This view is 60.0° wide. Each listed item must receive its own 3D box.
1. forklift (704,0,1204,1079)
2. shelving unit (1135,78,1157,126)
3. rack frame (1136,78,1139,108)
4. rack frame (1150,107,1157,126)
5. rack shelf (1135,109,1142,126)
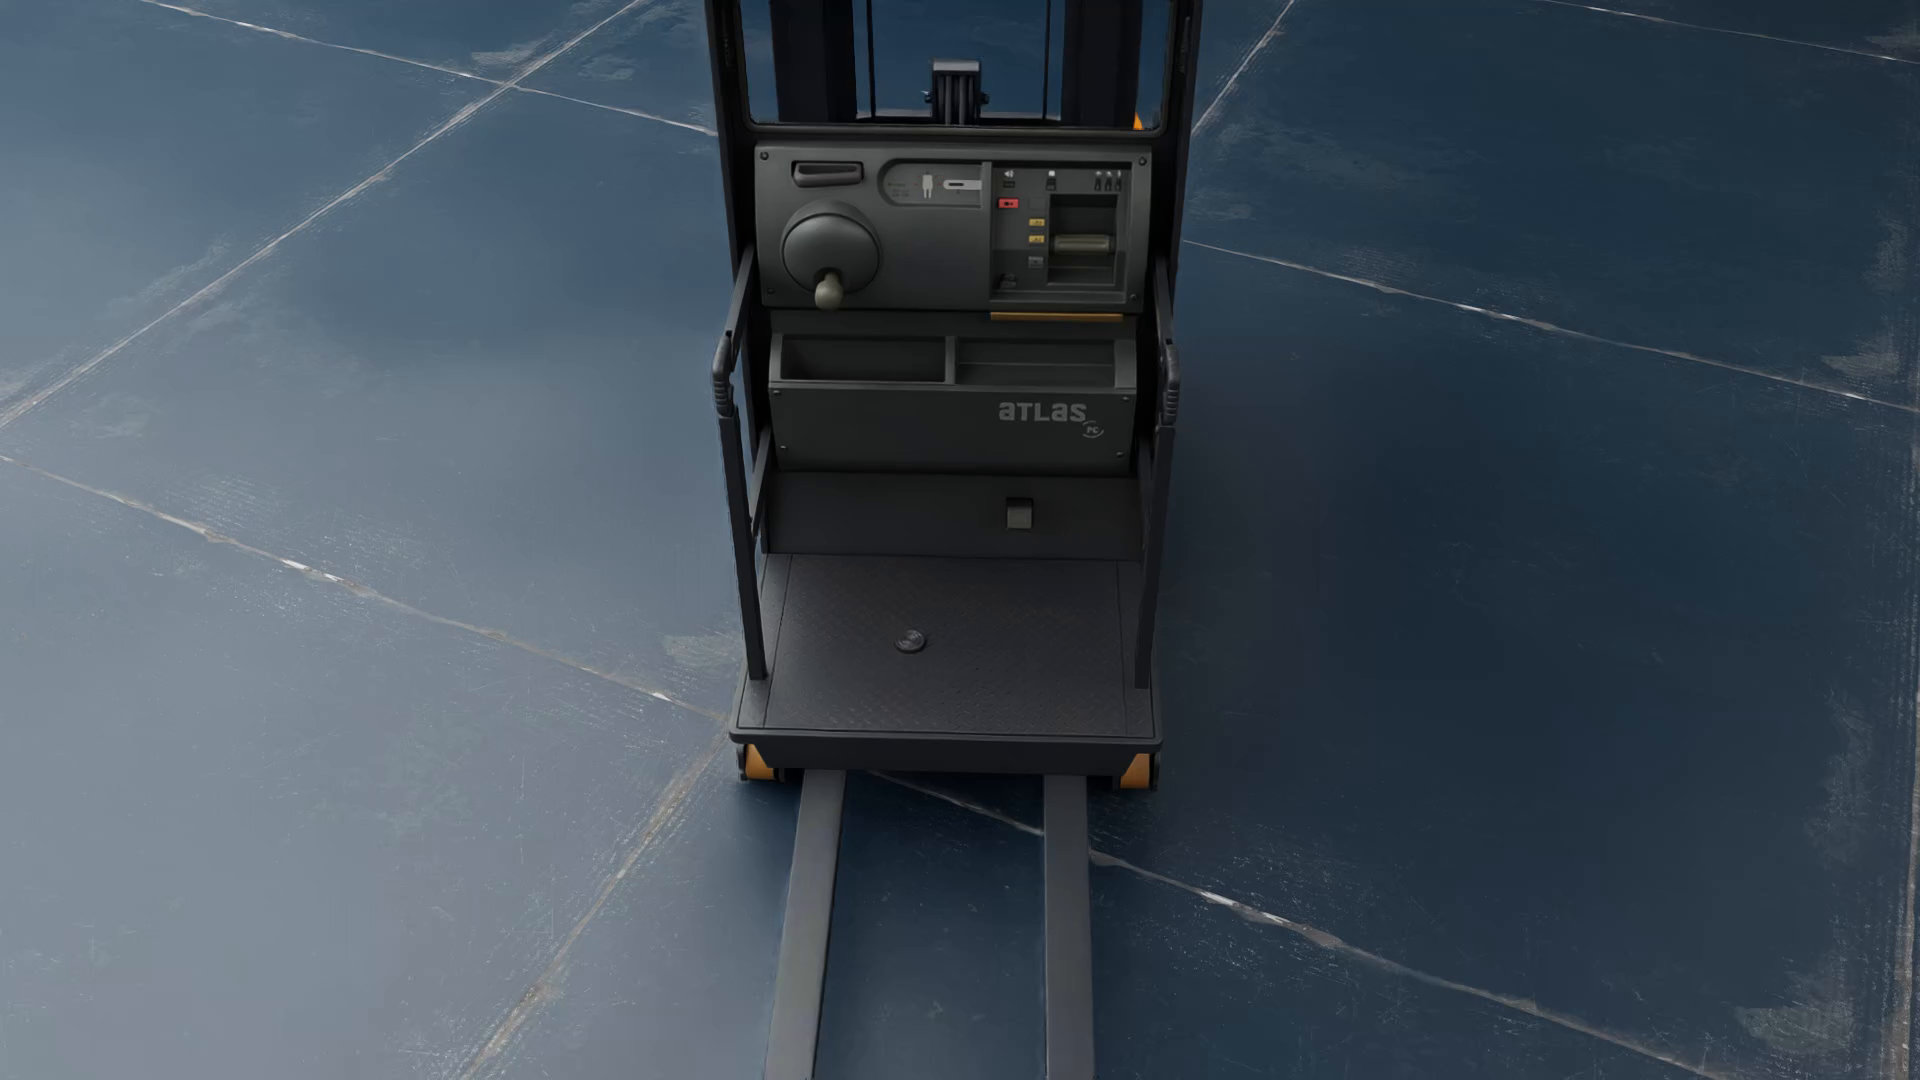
[{"bbox_3d":[-0.022,-0.655,3.768,1.130,2.935,3.031,1,41,1],"label":"forklift"},{"bbox_3d":[0.499,-1.025,5.631,0.215,1.050,0.252,-6,41,-6],"label":"shelving unit"},{"bbox_3d":[0.480,-1.104,5.722,0.200,1.050,0.008,-6,41,-6],"label":"rack frame"},{"bbox_3d":[0.517,-0.946,5.540,0.200,1.050,0.008,-6,41,-6],"label":"rack frame"},{"bbox_3d":[0.499,-1.232,5.452,0.215,0.259,0.240,-6,41,-6],"label":"rack shelf"}]
